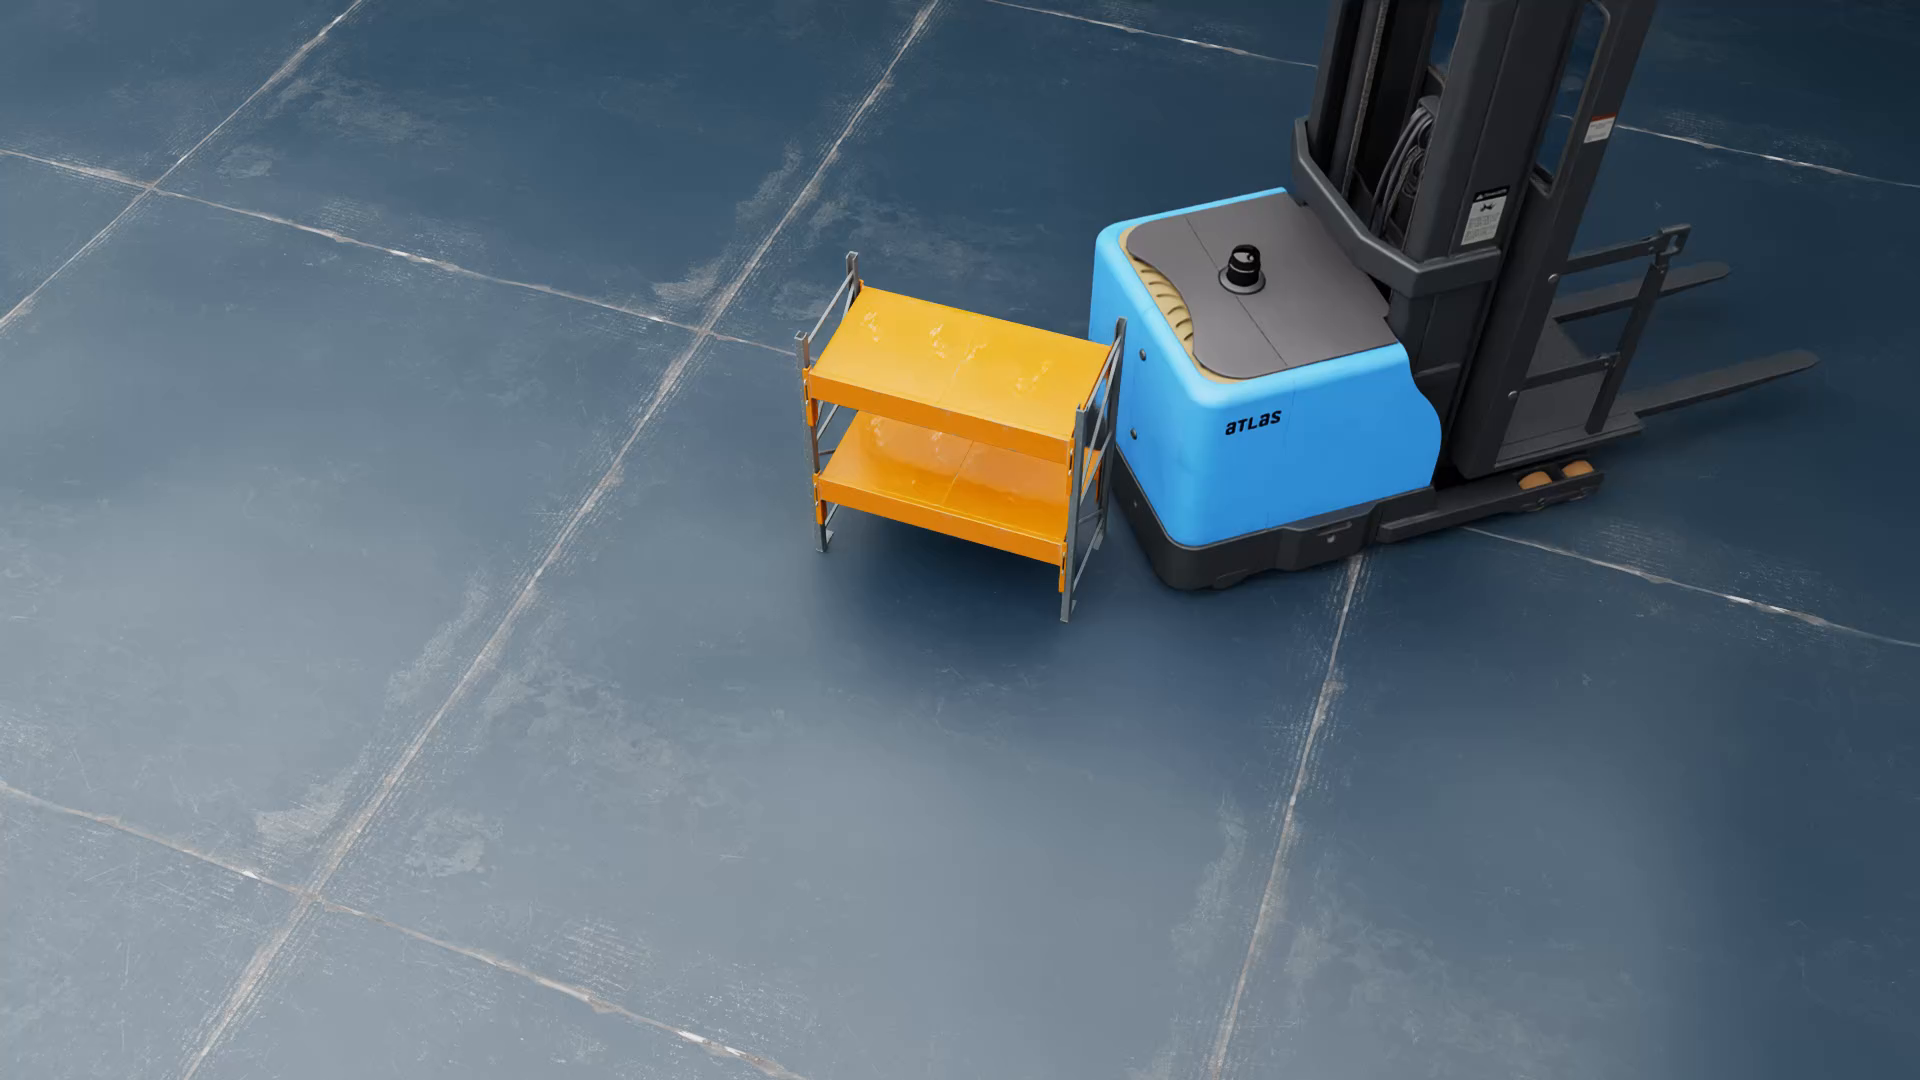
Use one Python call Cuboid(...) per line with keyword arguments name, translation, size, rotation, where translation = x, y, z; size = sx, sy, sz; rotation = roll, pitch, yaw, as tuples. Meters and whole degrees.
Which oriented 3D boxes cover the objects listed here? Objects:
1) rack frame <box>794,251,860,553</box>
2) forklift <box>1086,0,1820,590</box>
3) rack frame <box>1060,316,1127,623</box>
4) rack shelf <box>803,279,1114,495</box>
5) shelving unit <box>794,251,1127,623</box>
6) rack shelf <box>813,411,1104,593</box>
Cuboid(name="rack frame", translation=(-0.471, -0.500, 6.305), size=(0.032, 1.125, 0.500), rotation=(16, 51, 13))
Cuboid(name="forklift", translation=(2.068, -1.441, 5.926), size=(3.031, 2.935, 1.130), rotation=(-14, 51, -12))
Cuboid(name="rack frame", translation=(0.483, -0.234, 6.075), size=(0.032, 1.125, 0.500), rotation=(16, 51, 13))
Cuboid(name="rack shelf", translation=(0.006, -0.558, 5.969), size=(1.000, 0.278, 0.538), rotation=(16, 51, 13))
Cuboid(name="shelving unit", translation=(0.006, -0.367, 6.190), size=(1.048, 1.125, 0.538), rotation=(16, 51, 13))
Cuboid(name="rack shelf", translation=(0.006, -0.207, 6.375), size=(1.000, 0.278, 0.538), rotation=(16, 51, 13))
